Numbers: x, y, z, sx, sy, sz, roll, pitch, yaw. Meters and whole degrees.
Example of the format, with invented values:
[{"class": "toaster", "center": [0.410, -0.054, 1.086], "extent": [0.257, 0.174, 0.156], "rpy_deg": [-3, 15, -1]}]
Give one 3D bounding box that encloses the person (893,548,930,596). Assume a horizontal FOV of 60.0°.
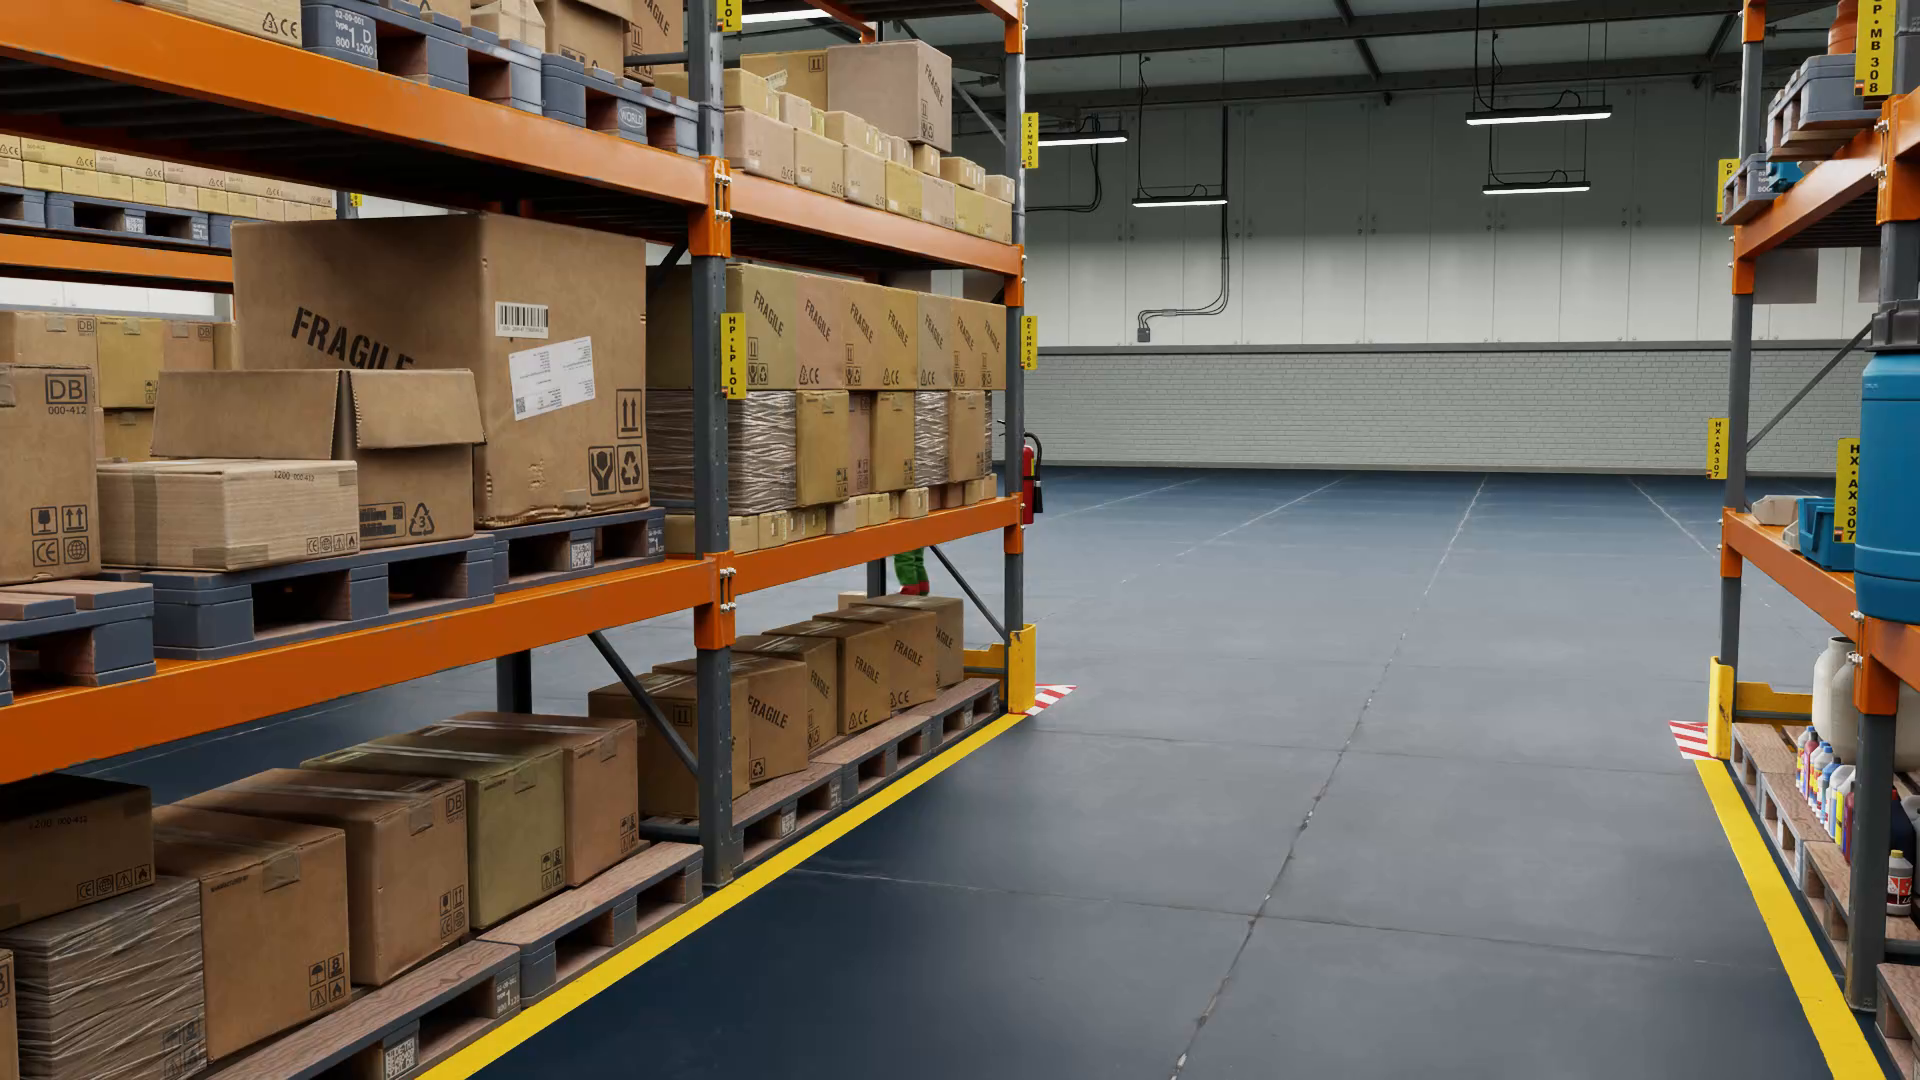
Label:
[{"class": "person", "center": [-0.425, -0.180, 13.791], "extent": [0.354, 1.789, 0.525], "rpy_deg": [2, 5, 20]}]
